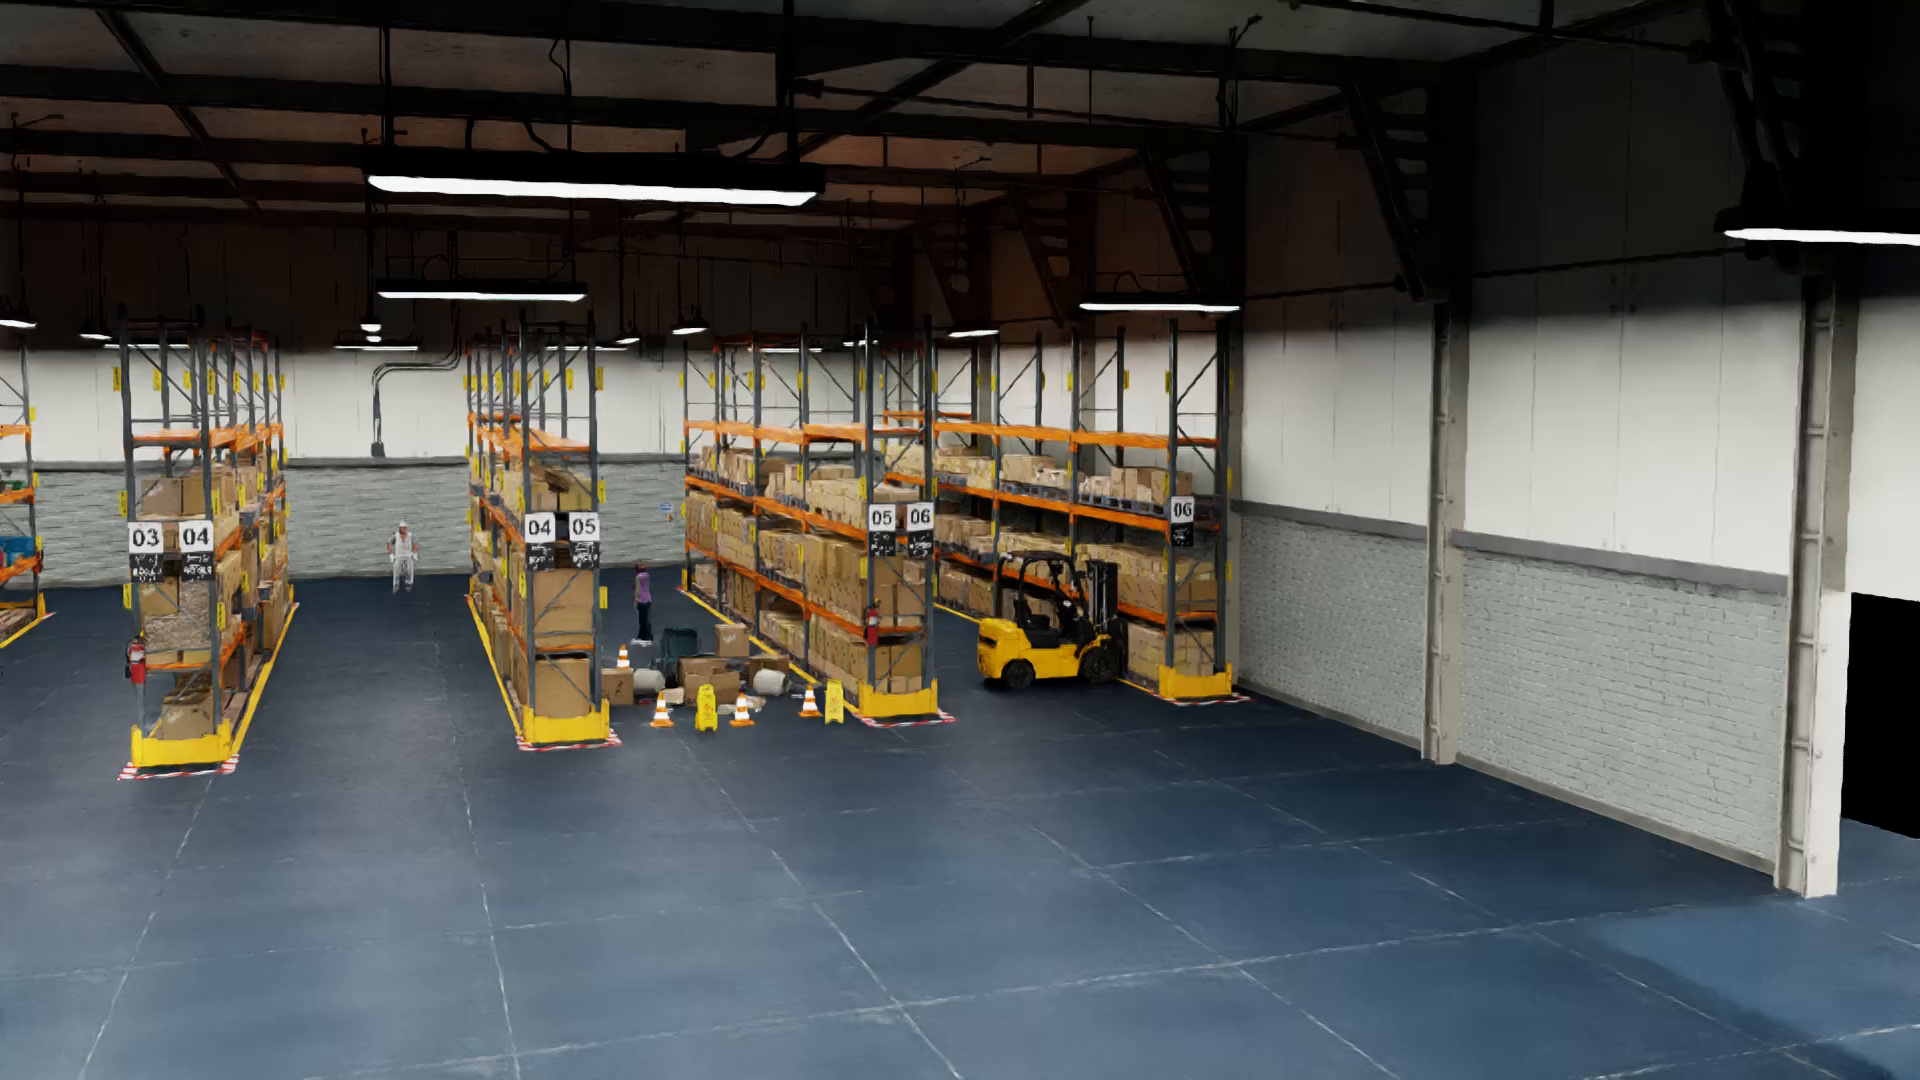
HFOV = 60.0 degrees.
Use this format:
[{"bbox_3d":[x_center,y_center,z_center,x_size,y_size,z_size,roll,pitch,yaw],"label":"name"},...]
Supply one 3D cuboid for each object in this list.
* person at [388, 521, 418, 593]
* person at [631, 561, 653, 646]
[{"bbox_3d":[-13.185,0.409,39.390,0.677,1.742,0.551,-2,6,-20],"label":"person"},{"bbox_3d":[-6.076,1.193,31.669,0.527,1.592,0.522,1,6,11],"label":"person"}]
